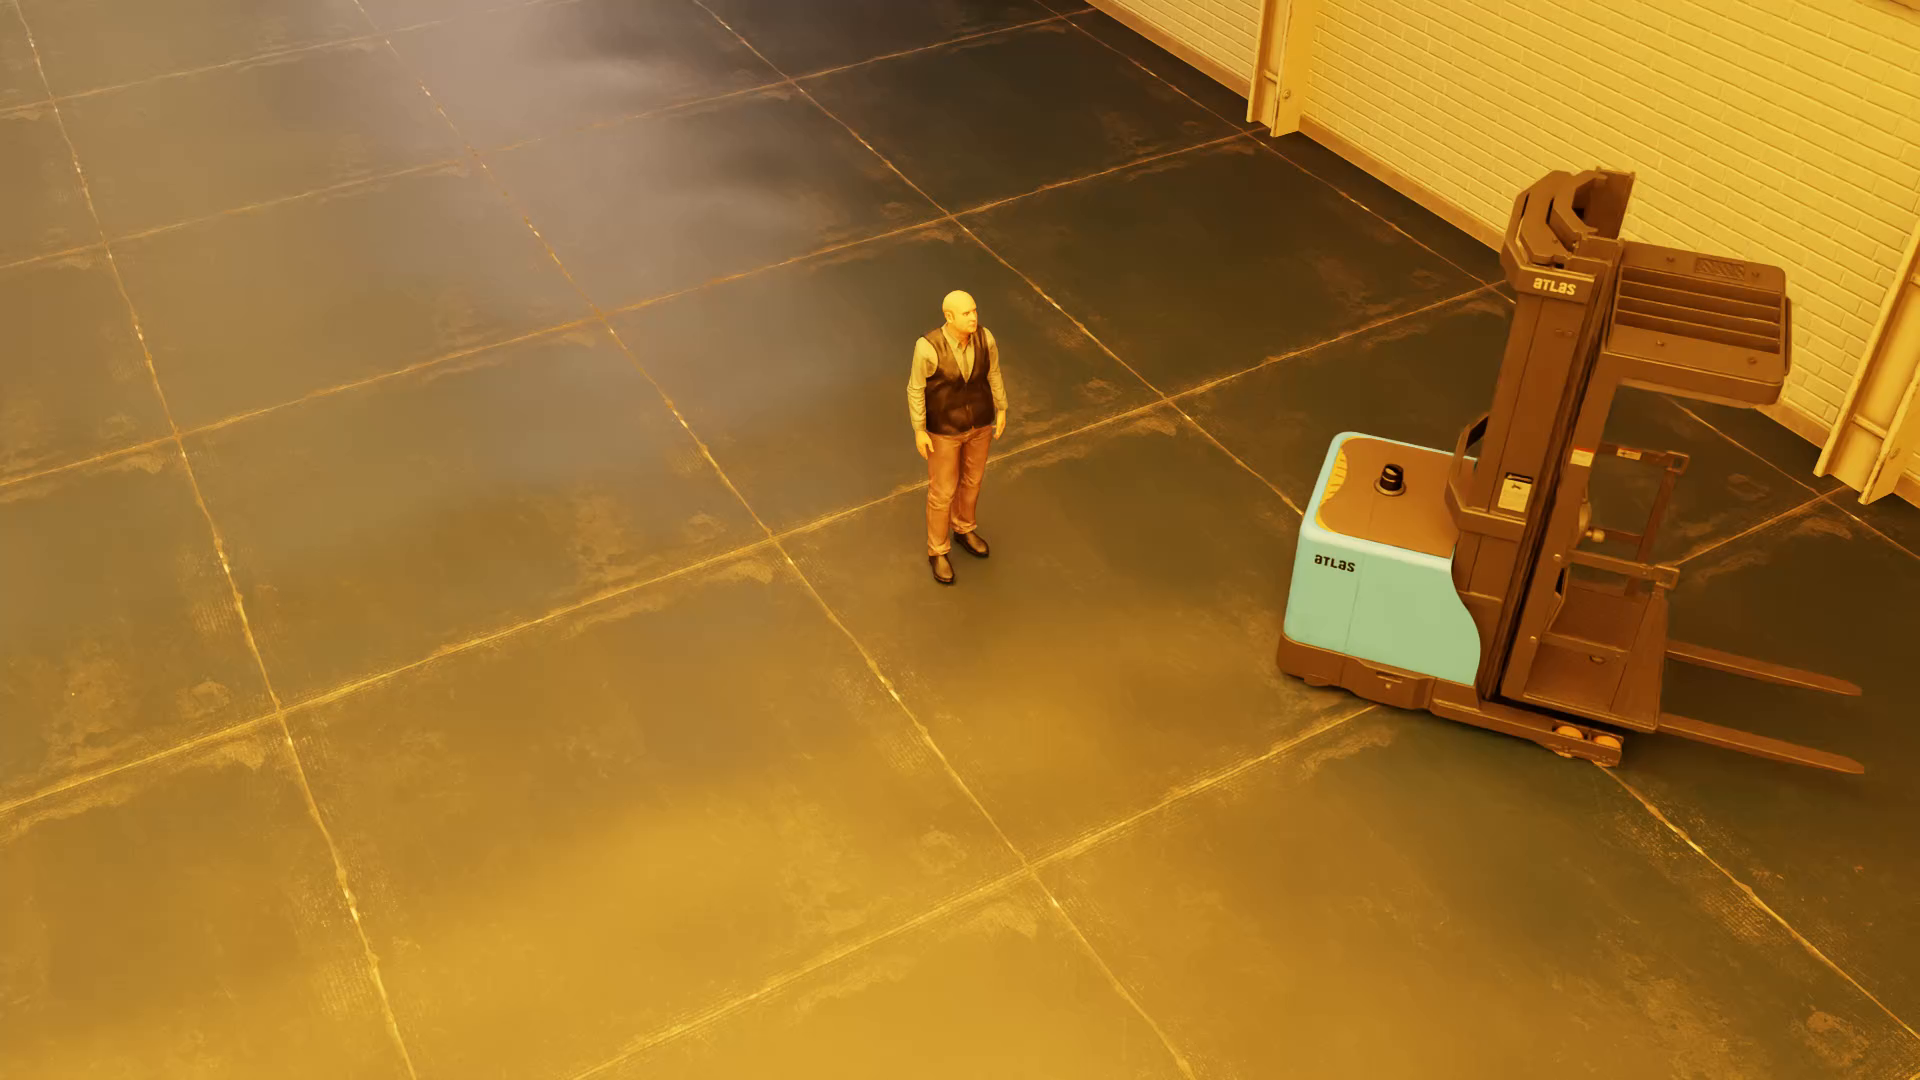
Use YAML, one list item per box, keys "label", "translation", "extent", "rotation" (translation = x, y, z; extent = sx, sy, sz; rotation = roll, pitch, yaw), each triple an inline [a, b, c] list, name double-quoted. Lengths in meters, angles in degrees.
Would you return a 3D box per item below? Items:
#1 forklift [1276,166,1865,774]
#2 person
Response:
- label: "forklift"
  translation: [3.354, -0.306, 8.405]
  extent: [3.031, 2.935, 1.130]
  rotation: [14, 42, 16]
- label: "person"
  translation: [0.025, -0.631, 9.733]
  extent: [0.633, 1.722, 0.566]
  rotation: [-20, 44, -23]
